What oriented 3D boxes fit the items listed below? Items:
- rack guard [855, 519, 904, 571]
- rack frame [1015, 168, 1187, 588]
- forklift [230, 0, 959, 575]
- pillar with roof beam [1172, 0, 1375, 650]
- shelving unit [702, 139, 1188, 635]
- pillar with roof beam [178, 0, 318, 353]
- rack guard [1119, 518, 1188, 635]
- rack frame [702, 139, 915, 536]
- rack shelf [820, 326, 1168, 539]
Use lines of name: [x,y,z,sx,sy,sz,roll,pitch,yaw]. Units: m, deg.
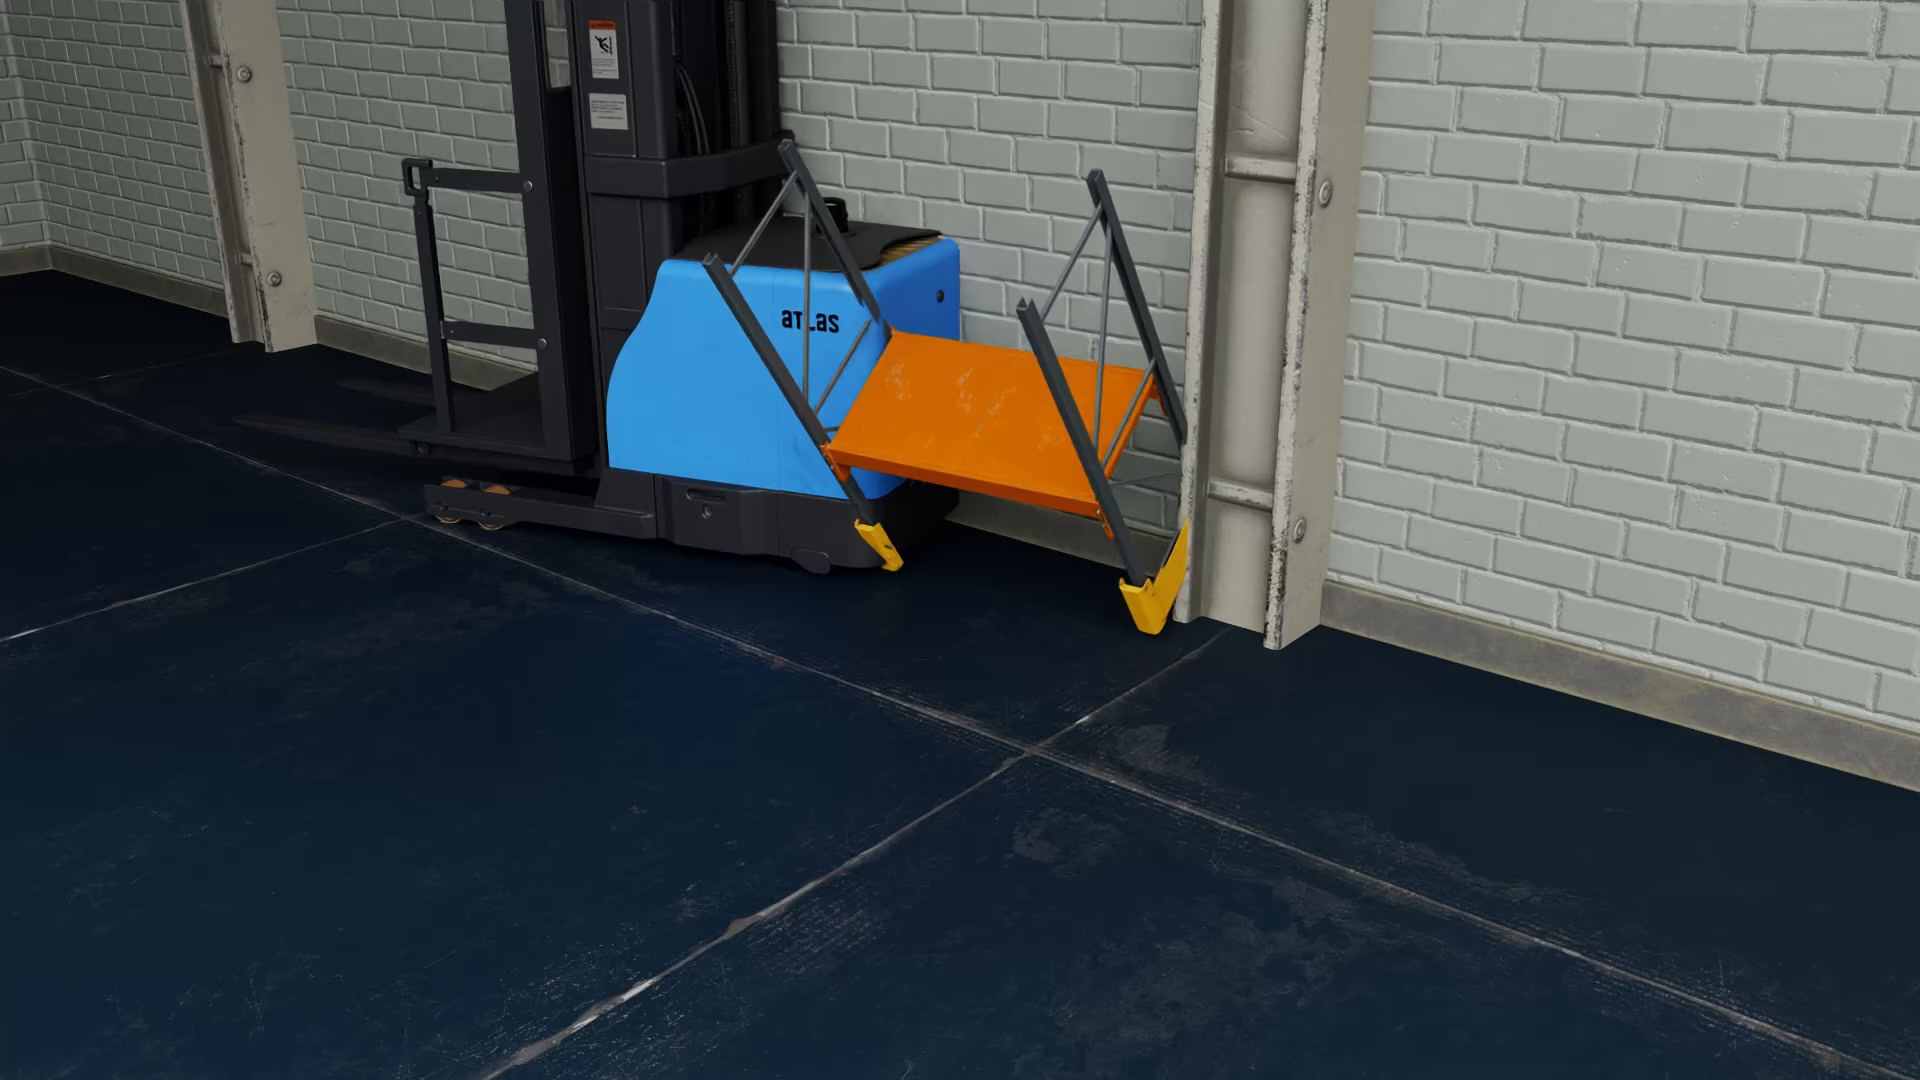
rack guard: [-0.166,-0.202,5.826,0.087,0.250,0.587,13,61,29]
rack frame: [0.489,-0.359,4.861,0.032,1.500,0.500,13,61,29]
forklift: [-1.486,-1.569,6.174,3.031,2.935,1.130,8,22,21]
pillar with roof beam: [-1.776,-2.771,0.763,0.400,9.000,9.100,16,26,36]
shelving unit: [0.064,-0.456,5.104,1.083,1.500,0.587,13,61,29]
pillar with roof beam: [-6.424,-4.110,4.312,0.400,9.000,9.100,16,26,36]
rack guard: [0.682,-0.009,5.341,0.087,0.250,0.587,13,61,29]
rack frame: [-0.377,-0.556,5.355,0.032,1.500,0.500,13,61,29]
rack shelf: [0.112,-0.357,5.246,1.000,0.185,0.538,13,61,29]
